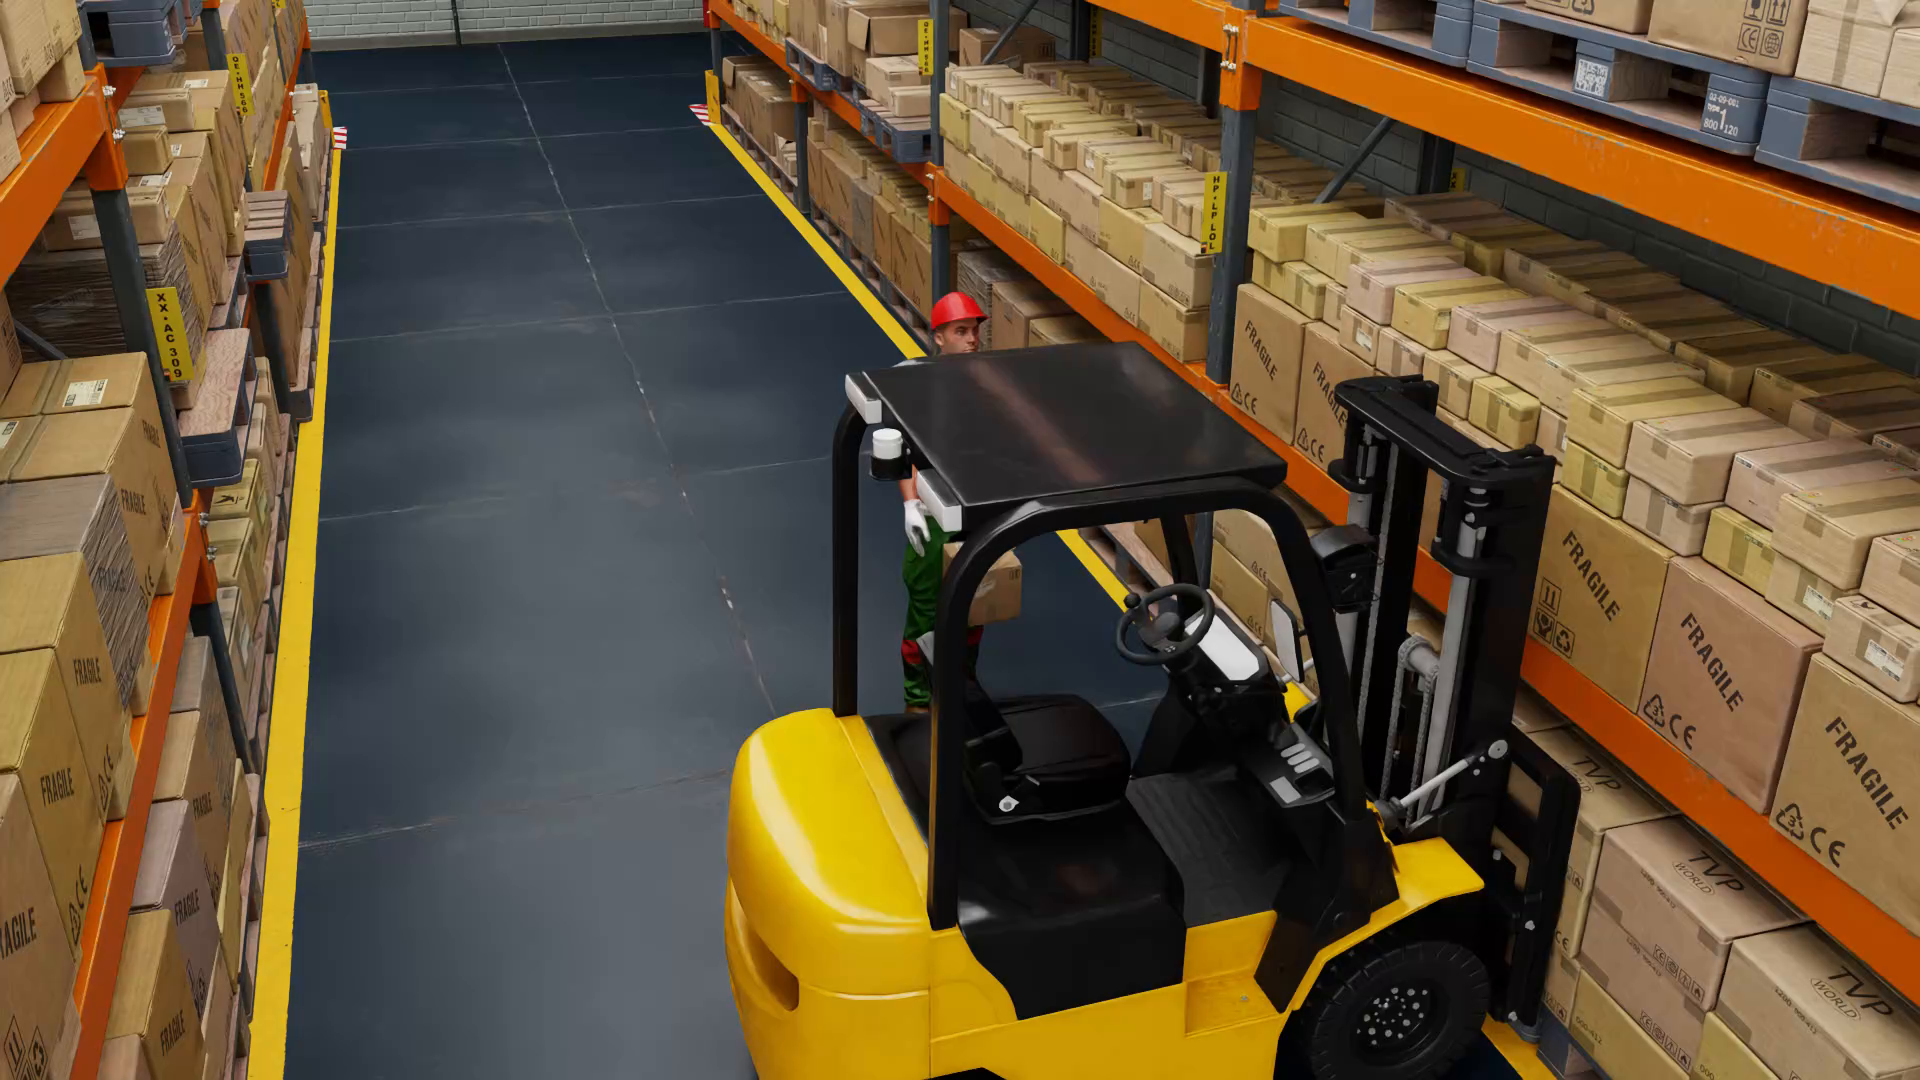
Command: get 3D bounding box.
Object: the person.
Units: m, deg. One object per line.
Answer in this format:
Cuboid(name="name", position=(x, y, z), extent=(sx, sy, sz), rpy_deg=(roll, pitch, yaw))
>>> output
Cuboid(name="person", position=(-0.004, -0.098, 6.771), extent=(0.584, 1.789, 0.556), rpy_deg=(-8, 27, -16))
